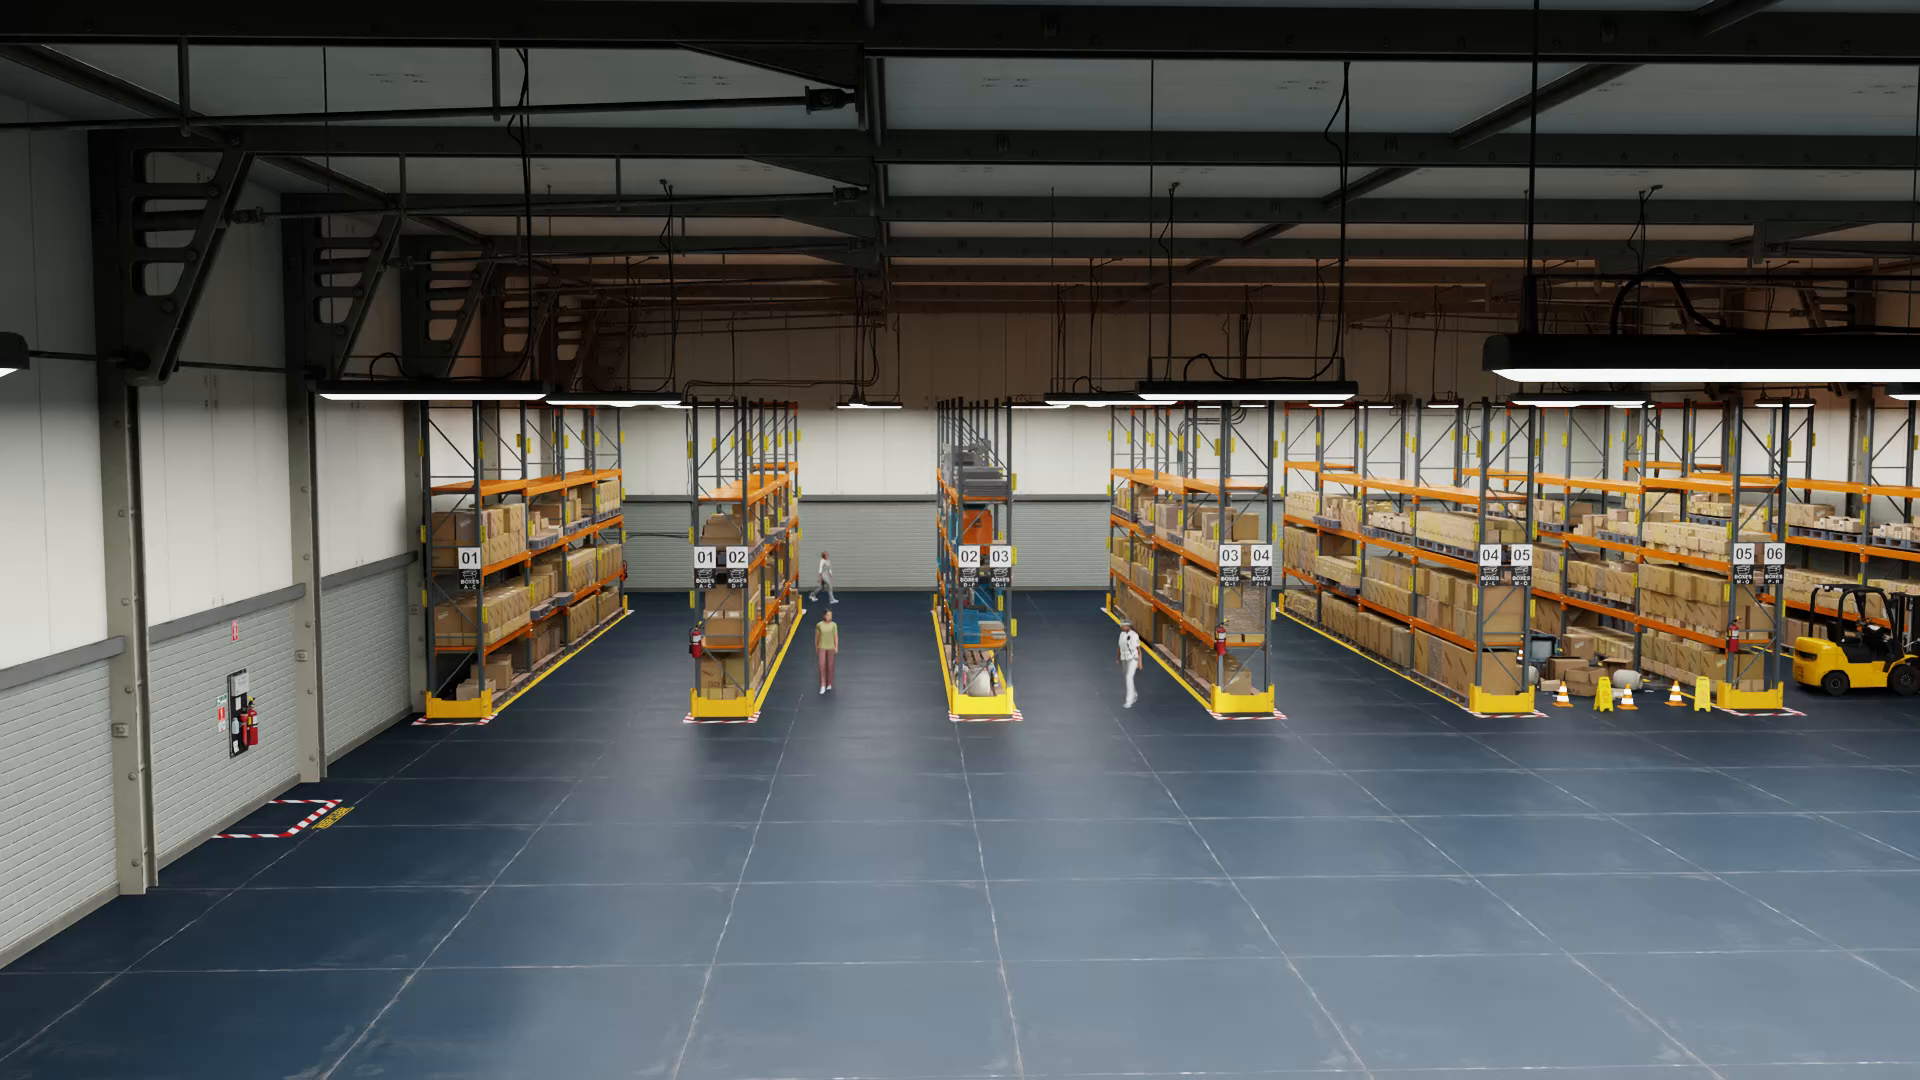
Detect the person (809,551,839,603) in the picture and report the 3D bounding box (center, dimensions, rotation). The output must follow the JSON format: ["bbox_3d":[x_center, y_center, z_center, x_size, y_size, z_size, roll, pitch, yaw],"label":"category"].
[{"bbox_3d":[-4.054,1.104,49.601,0.930,1.551,0.397,1,4,7],"label":"person"}]

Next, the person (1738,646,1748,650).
[{"bbox_3d":[16.832,2.121,35.909,0.538,1.779,0.604,0,4,-5],"label":"person"}]

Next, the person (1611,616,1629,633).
[{"bbox_3d":[16.489,1.664,41.535,0.566,1.720,0.537,0,4,-3],"label":"person"}]

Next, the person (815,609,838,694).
[{"bbox_3d":[-2.718,2.274,34.055,0.468,1.692,0.675,-1,4,-10],"label":"person"}]

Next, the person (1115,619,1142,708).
[{"bbox_3d":[3.282,2.386,32.509,0.648,1.670,0.576,-3,6,-37],"label":"person"}]
